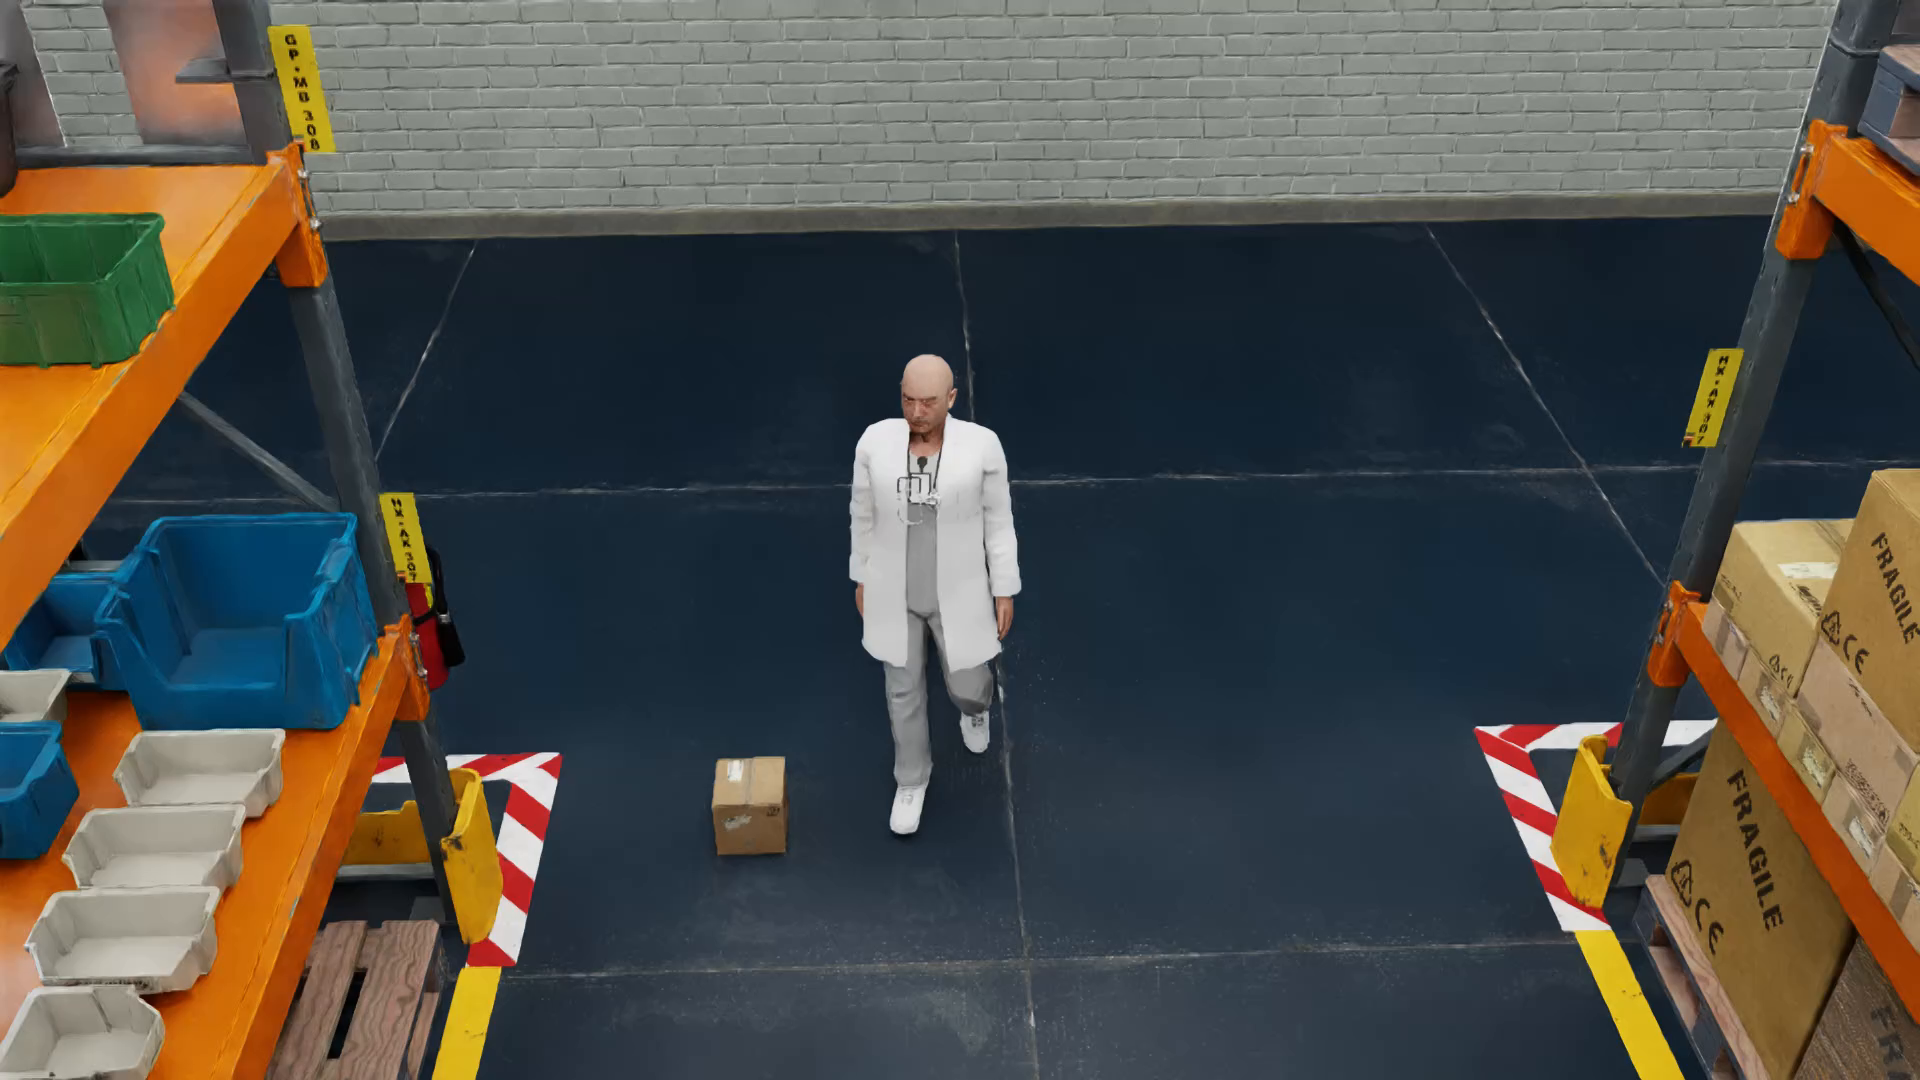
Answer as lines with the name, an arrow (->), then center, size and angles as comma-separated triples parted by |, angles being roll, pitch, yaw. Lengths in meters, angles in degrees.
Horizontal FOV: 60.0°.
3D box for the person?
person -> -0.093, 0.173, 5.903 | 0.629, 1.772, 0.740 | 5, 35, 7
